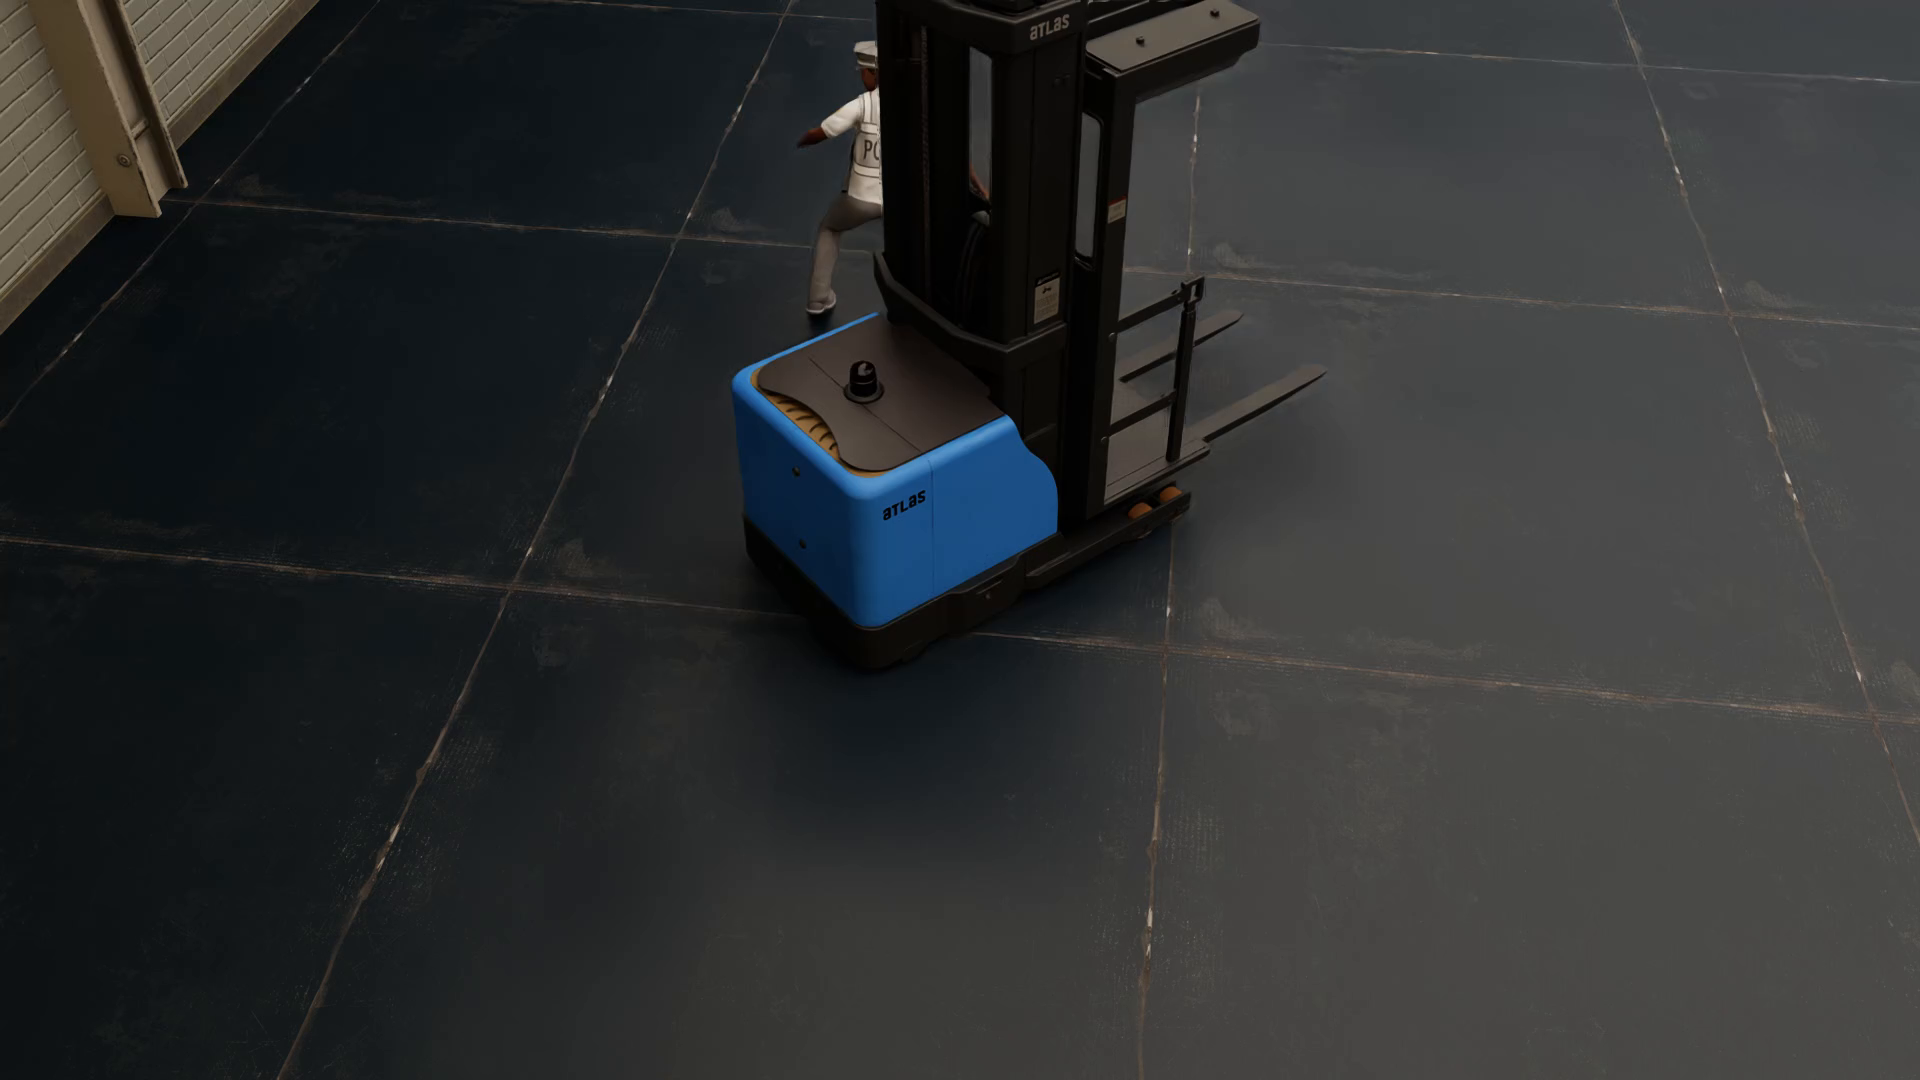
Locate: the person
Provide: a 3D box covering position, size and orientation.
[{"bbox_3d":[-0.349,-1.844,8.869,1.030,1.609,0.532,-2,43,-2],"label":"person"}]

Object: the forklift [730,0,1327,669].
[{"bbox_3d":[0.482,-1.347,7.190,3.031,2.935,1.130,-28,49,-27],"label":"forklift"}]
